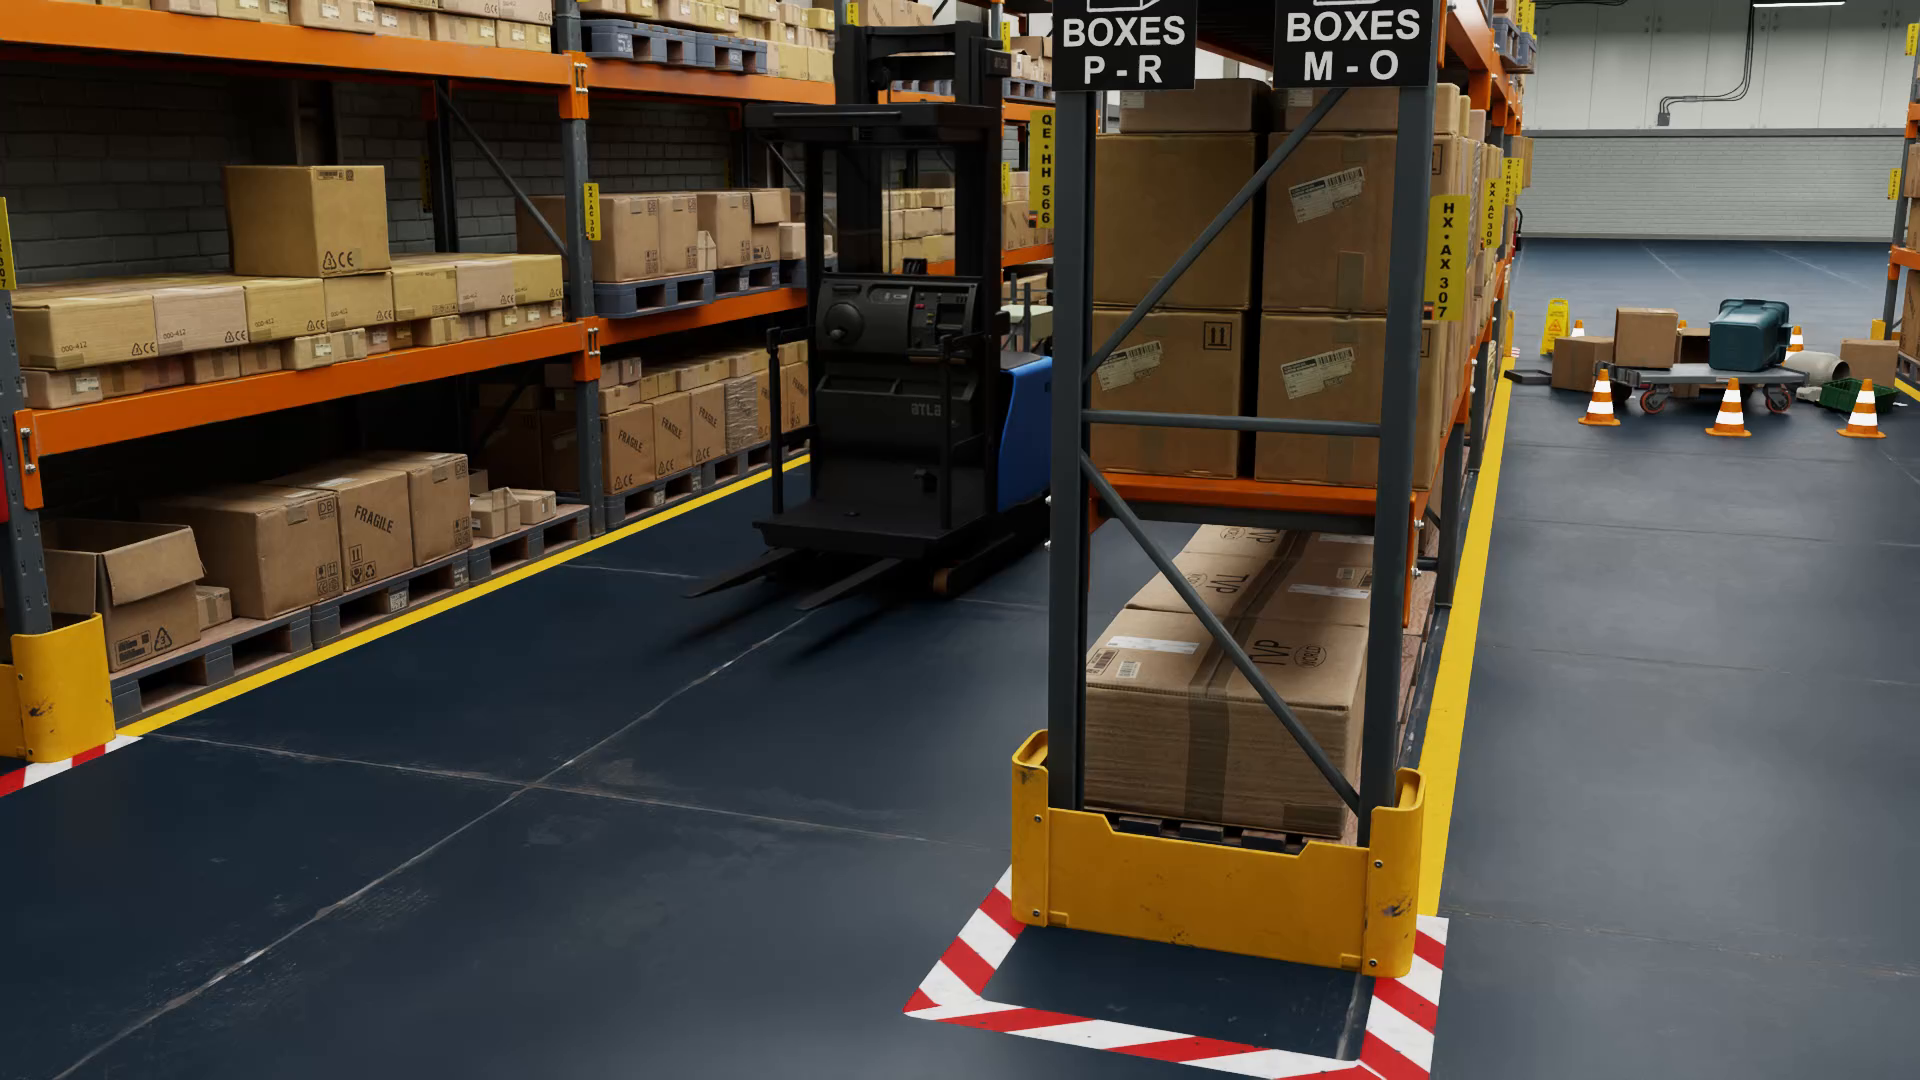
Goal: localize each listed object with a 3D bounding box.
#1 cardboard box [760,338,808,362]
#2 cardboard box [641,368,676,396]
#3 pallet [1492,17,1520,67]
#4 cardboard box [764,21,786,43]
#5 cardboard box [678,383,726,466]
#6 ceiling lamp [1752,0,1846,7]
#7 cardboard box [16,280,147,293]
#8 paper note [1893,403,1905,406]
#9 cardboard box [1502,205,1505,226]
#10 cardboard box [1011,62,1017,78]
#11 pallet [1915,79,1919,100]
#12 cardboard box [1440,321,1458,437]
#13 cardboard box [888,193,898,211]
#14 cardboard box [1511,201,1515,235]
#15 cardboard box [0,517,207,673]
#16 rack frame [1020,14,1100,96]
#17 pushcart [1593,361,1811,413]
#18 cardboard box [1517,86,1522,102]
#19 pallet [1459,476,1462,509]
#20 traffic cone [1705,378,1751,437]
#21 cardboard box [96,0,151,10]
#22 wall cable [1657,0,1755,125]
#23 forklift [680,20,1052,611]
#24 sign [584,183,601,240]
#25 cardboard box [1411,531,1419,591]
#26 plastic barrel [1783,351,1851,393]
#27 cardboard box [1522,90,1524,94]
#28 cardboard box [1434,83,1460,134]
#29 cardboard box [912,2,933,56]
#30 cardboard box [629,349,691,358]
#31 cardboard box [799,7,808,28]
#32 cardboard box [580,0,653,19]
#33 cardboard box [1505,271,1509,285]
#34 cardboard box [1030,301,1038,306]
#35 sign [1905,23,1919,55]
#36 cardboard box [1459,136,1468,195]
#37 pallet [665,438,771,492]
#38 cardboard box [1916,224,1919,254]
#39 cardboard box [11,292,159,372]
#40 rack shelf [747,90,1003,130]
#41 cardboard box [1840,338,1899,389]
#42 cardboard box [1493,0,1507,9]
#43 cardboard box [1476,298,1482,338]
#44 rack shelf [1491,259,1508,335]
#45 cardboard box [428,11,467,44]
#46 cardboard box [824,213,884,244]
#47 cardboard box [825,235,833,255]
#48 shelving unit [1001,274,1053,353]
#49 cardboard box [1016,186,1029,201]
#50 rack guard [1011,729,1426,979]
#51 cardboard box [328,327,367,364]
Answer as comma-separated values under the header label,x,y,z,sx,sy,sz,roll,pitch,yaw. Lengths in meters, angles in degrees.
label,x,y,z,sx,sy,sz,roll,pitch,yaw
cardboard box,-1.336,-1.481,12.951,0.380,0.149,0.250,4,13,15
cardboard box,-2.118,-1.054,11.083,0.380,0.149,0.250,4,13,17
pallet,2.824,-2.999,10.071,1.003,0.211,1.213,5,14,21
cardboard box,-1.494,-3.690,12.114,0.380,0.149,0.250,4,14,18
cardboard box,-1.953,-0.808,11.459,0.500,0.500,0.500,4,13,17
ceiling lamp,20.097,-14.363,39.574,2.000,3.185,0.800,4,14,18
cardboard box,-3.879,-0.972,7.176,0.500,0.250,0.500,4,14,19
paper note,8.713,-1.271,15.484,0.147,0.020,0.142,-5,14,-21
cardboard box,4.544,-3.026,14.669,0.500,0.500,0.500,4,14,19
cardboard box,0.370,-4.869,17.233,0.380,0.149,0.250,5,14,20
pallet,10.416,-4.615,16.927,1.003,0.211,1.213,4,14,18
cardboard box,1.499,-0.663,5.927,0.500,0.500,0.500,4,14,18
cardboard box,-0.758,-2.940,14.444,0.380,0.149,0.250,5,14,19
cardboard box,5.683,-3.538,17.854,0.500,0.500,0.500,4,14,18
cardboard box,-3.657,0.214,6.974,0.797,0.503,0.637,4,13,16
rack frame,1.232,-6.970,20.301,1.000,3.000,0.127,4,14,18
pushcart,6.809,-1.414,15.335,1.648,0.377,0.936,0,13,-1
cardboard box,5.469,-4.499,16.782,0.380,0.149,0.250,4,13,17
pallet,2.618,-0.228,10.512,1.003,0.211,1.213,4,14,18
traffic cone,6.411,-1.114,13.830,0.336,0.463,0.334,4,14,18
cardboard box,-3.463,-2.176,6.605,0.380,0.149,0.250,4,14,19
wall cable,21.042,-14.701,46.531,2.305,6.003,0.169,4,14,18
forklift,-0.427,-1.232,8.798,1.130,2.935,3.031,5,14,22
sign,-2.135,-1.903,9.639,0.100,0.325,0.005,4,14,18
cardboard box,1.742,0.007,8.030,0.875,0.438,0.875,4,13,18
plastic barrel,8.268,-1.604,16.065,0.421,0.421,0.512,-8,15,-30
cardboard box,6.019,-5.095,18.499,0.500,0.250,0.500,4,14,18
cardboard box,1.340,-1.334,5.160,0.380,0.149,0.250,5,14,20
cardboard box,-0.562,-4.474,14.716,0.500,0.500,0.500,5,14,20
cardboard box,-2.188,-1.299,12.156,0.380,0.149,0.250,4,14,19
cardboard box,-1.373,-3.948,12.575,0.380,0.149,0.250,4,13,16
cardboard box,-2.061,-3.198,9.913,0.380,0.149,0.250,5,14,19
cardboard box,5.428,-2.684,17.100,0.380,0.149,0.250,5,14,22
cardboard box,0.547,-2.496,18.297,0.500,0.250,0.500,4,14,18
sign,10.123,-5.322,17.679,0.100,0.325,0.005,4,14,18
cardboard box,1.497,-1.154,5.833,0.500,0.500,0.500,4,14,18
pallet,-2.030,-0.590,12.101,1.003,0.211,1.213,4,14,18
cardboard box,10.112,-3.119,16.574,0.875,0.550,0.550,4,14,18
cardboard box,-3.543,-0.824,6.526,0.500,0.250,0.500,4,14,19
rack shelf,-0.709,-3.893,15.180,1.077,0.370,4.000,4,14,18
cardboard box,8.883,-1.694,16.282,0.500,0.500,0.500,7,15,28
cardboard box,2.607,-3.042,8.667,0.500,0.500,0.500,4,13,17
cardboard box,2.605,-1.271,9.154,0.500,0.250,0.500,4,13,17
rack shelf,3.988,-2.074,13.952,1.077,0.370,4.000,4,14,18
cardboard box,-2.749,-2.603,8.473,0.380,0.149,0.250,4,14,18
cardboard box,-0.958,-2.605,13.874,0.500,0.250,0.500,4,14,18
cardboard box,-1.206,-2.277,12.843,0.380,0.149,0.250,5,14,19
shelving unit,0.381,-0.920,10.649,0.431,1.500,0.755,5,14,22
cardboard box,0.580,-3.774,18.099,0.380,0.149,0.250,5,14,20
rack guard,0.745,0.904,4.903,1.175,0.500,0.348,4,14,18
cardboard box,-3.049,-0.928,7.876,0.380,0.149,0.250,5,14,20
